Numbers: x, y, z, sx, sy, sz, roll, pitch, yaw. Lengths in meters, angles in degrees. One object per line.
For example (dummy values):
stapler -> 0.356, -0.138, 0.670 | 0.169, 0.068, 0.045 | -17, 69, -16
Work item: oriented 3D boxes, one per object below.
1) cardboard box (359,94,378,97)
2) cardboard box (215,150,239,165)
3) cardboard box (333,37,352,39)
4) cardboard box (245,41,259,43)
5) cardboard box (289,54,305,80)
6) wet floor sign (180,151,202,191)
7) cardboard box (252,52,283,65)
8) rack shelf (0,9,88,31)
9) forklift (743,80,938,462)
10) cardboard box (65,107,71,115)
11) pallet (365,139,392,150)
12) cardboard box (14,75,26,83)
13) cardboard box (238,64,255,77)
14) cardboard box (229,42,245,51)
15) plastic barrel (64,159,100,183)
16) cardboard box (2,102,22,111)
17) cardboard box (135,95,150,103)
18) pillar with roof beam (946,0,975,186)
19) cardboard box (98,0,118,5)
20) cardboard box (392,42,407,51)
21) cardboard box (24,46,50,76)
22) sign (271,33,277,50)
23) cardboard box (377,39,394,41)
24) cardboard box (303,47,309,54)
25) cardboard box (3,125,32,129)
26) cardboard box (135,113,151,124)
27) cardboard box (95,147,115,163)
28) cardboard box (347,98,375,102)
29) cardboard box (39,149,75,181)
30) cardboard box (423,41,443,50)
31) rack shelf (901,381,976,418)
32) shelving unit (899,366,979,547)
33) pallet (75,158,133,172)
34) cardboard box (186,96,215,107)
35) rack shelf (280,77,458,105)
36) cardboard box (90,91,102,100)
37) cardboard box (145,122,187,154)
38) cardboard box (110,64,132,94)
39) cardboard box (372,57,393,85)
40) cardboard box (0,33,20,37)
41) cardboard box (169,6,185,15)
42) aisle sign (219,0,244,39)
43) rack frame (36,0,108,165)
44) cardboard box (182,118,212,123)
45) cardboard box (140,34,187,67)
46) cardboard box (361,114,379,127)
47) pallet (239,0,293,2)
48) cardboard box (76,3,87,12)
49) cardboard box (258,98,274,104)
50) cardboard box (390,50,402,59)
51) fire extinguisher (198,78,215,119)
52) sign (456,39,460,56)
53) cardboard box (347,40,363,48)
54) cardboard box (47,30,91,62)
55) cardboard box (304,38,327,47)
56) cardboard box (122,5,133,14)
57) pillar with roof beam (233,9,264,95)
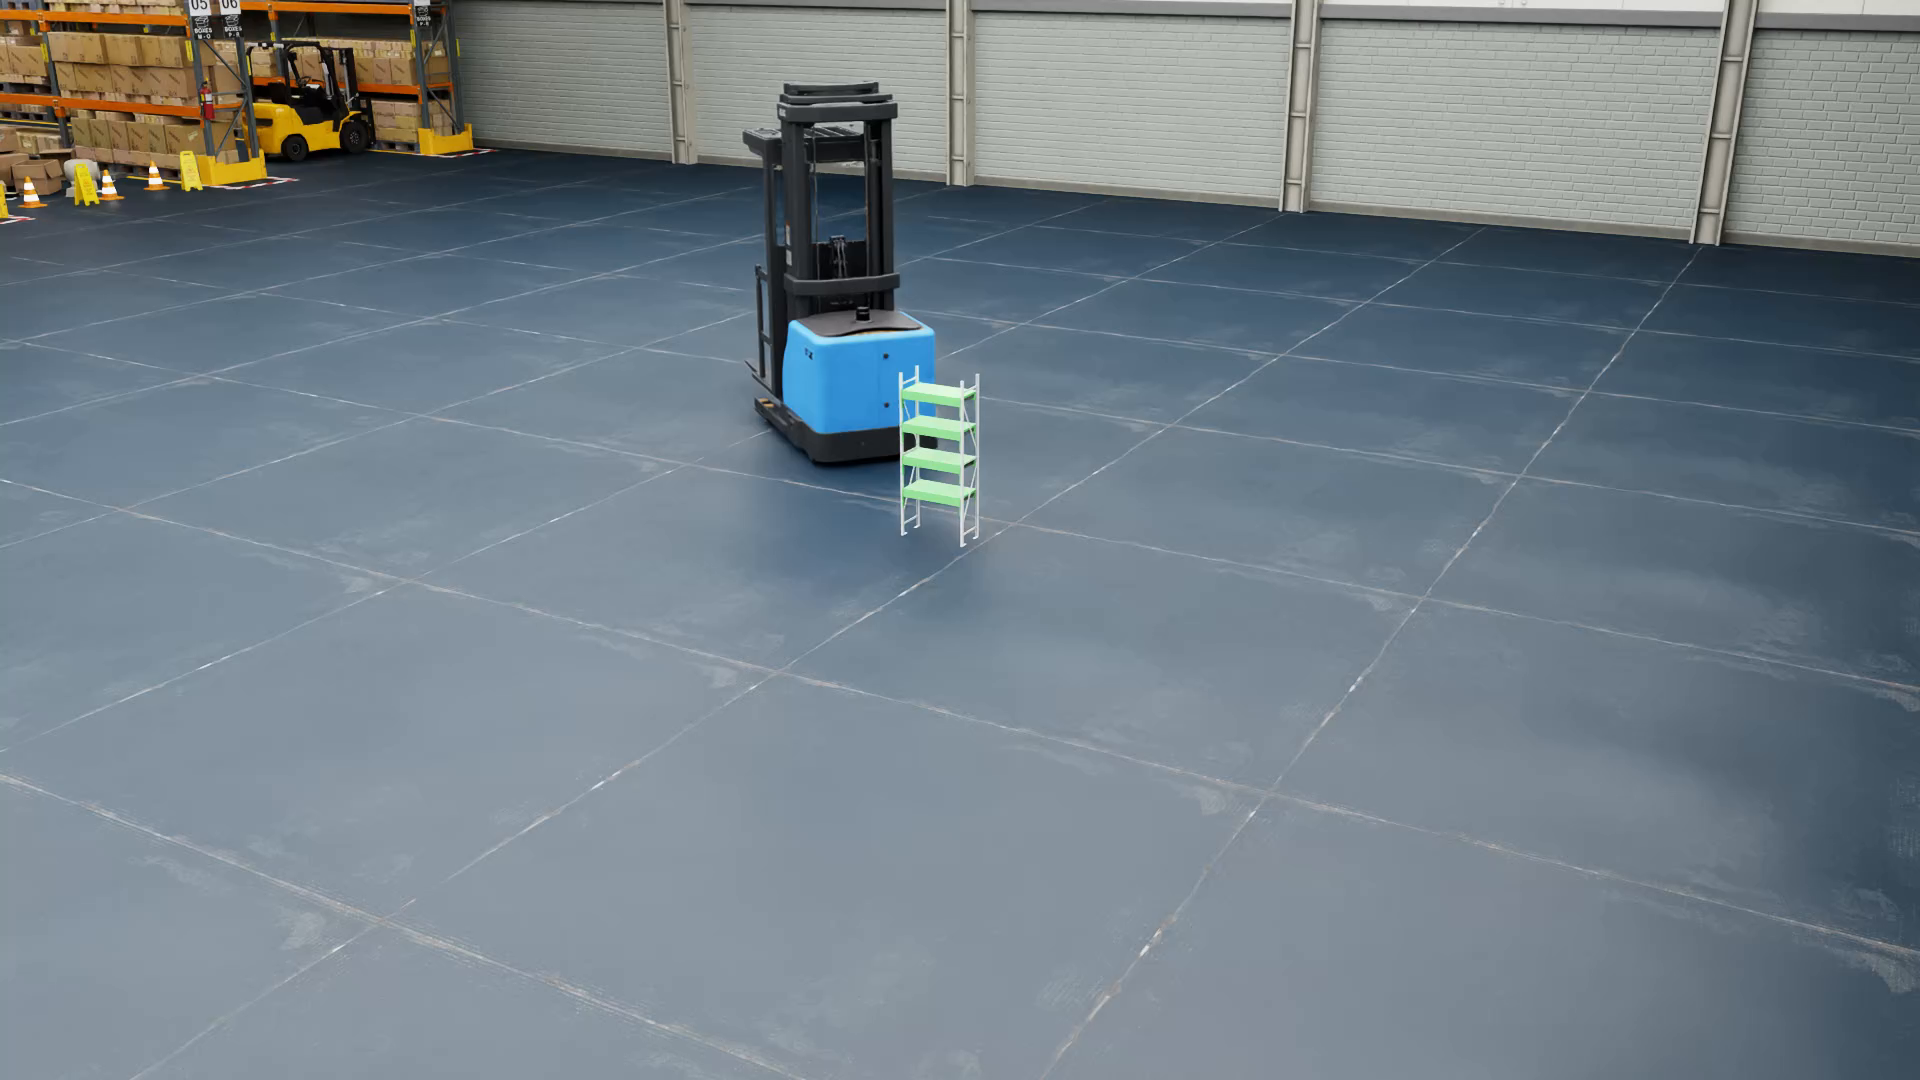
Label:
cardboard box -> -12.380, -9.048, 34.360 | 0.500, 0.250, 0.500 | 11, 23, 28
cardboard box -> -13.283, -6.843, 29.748 | 0.500, 0.250, 0.500 | 11, 22, 27
cardboard box -> -12.677, -10.277, 34.263 | 0.250, 0.149, 0.380 | 10, 22, 26
cardboard box -> -15.078, -10.567, 35.500 | 0.250, 0.149, 0.380 | 11, 22, 27
cardboard box -> -13.528, -9.761, 34.228 | 0.500, 0.500, 0.500 | 10, 22, 26
wet floor sign -> -13.070, -6.265, 28.190 | 0.267, 0.644, 0.232 | -16, 26, -38
cardboard box -> -14.342, -10.035, 34.618 | 0.500, 0.250, 0.500 | 10, 22, 26
rack shelf -> -17.952, -9.792, 31.116 | 4.000, 0.370, 1.077 | 11, 23, 27
forklift -> -1.198, -2.468, 14.370 | 1.130, 2.935, 3.031 | -8, 21, -20
cardboard box -> -20.460, -10.071, 38.279 | 0.500, 0.500, 0.500 | 12, 23, 30
pallet -> -12.045, -8.207, 34.181 | 1.213, 0.211, 1.003 | 11, 23, 27
cardboard box -> -17.254, -8.551, 30.792 | 0.250, 0.149, 0.380 | 10, 22, 26
cardboard box -> -14.797, -9.883, 34.931 | 0.500, 0.250, 0.500 | 11, 22, 27
cardboard box -> -15.109, -10.368, 34.952 | 0.250, 0.149, 0.380 | 10, 22, 26
plastic barrel -> -15.255, -6.403, 28.897 | 0.512, 0.421, 0.421 | -7, 21, -20
cardboard box -> -22.143, -10.427, 39.261 | 0.500, 0.500, 0.700 | 10, 22, 25
cardboard box -> -14.295, -7.794, 29.321 | 0.250, 0.149, 0.380 | 11, 22, 27
pillar with roof beam -> -2.088, -9.127, 23.830 | 0.400, 9.000, 9.100 | 11, 23, 27
cardboard box -> -14.628, -9.458, 28.926 | 0.500, 0.250, 0.500 | 11, 23, 28
cardboard box -> -10.942, -9.720, 32.729 | 0.250, 0.149, 0.380 | 11, 23, 27
cardboard box -> -16.721, -8.780, 30.472 | 0.500, 0.500, 0.500 | 10, 22, 26
sign -> -14.044, -10.209, 34.029 | 0.005, 0.325, 0.100 | 11, 23, 27
cardboard box -> -11.567, -10.060, 33.664 | 0.250, 0.149, 0.380 | 10, 22, 26
cardboard box -> -13.170, -10.008, 33.959 | 0.250, 0.149, 0.380 | 11, 23, 27
cardboard box -> -18.561, -7.797, 32.199 | 0.625, 0.372, 0.950 | 10, 22, 26
cardboard box -> -14.341, -7.468, 29.419 | 0.250, 0.149, 0.380 | 12, 23, 30
cardboard box -> -15.351, -7.028, 30.257 | 0.500, 0.250, 0.500 | 12, 23, 30
cardboard box -> -12.183, -8.809, 33.702 | 0.500, 0.250, 0.500 | 10, 22, 26
cardboard box -> -15.934, -6.630, 29.405 | 0.500, 0.500, 0.500 | -7, 21, -20
cardboard box -> -10.485, -9.811, 32.980 | 0.250, 0.149, 0.380 | 10, 22, 26
rack shelf -> -0.144, -0.983, 11.595 | 0.480, 0.148, 0.258 | 11, 23, 27
shelving unit -> -0.145, -0.592, 11.736 | 0.503, 1.200, 0.258 | 11, 23, 27
pallet -> -15.602, -6.975, 30.784 | 1.213, 0.211, 1.003 | 11, 23, 27
cardboard box -> -13.144, -7.602, 28.792 | 0.250, 0.149, 0.380 | 12, 23, 29
rack shelf -> -12.042, -9.195, 33.869 | 4.000, 0.370, 1.077 | 11, 23, 27
cardboard box -> -15.396, -8.008, 29.911 | 0.250, 0.149, 0.380 | 12, 23, 29
cardboard box -> -13.998, -7.121, 29.413 | 0.500, 0.500, 0.500 | 12, 23, 29
cardboard box -> -14.625, -8.176, 29.422 | 0.500, 0.500, 0.500 | 11, 23, 28
cardboard box -> -11.302, -9.340, 33.068 | 0.500, 0.500, 0.500 | 12, 23, 29
cardboard box -> -18.132, -9.553, 31.653 | 0.250, 0.149, 0.380 | 10, 22, 25
cardboard box -> -13.162, -8.990, 28.219 | 0.250, 0.149, 0.380 | 11, 23, 28
aisle sign -> -12.508, -9.026, 28.536 | 0.004, 0.787, 0.394 | 11, 23, 27
rack frame -> -16.206, -8.387, 30.587 | 0.127, 3.000, 1.000 | 11, 23, 27
cardboard box -> -13.763, -7.285, 29.866 | 0.500, 0.500, 0.500 | 10, 22, 25
cardboard box -> -13.704, -8.485, 28.809 | 0.500, 0.500, 0.700 | 11, 23, 28
cardboard box -> -11.767, -8.494, 33.566 | 0.500, 0.250, 0.500 | 10, 22, 26
pallet -> -14.565, -11.328, 34.578 | 1.217, 0.209, 0.805 | 10, 22, 25
cardboard box -> -15.382, -9.432, 29.438 | 0.250, 0.149, 0.380 | 12, 23, 29
cardboard box -> -14.249, -9.030, 35.226 | 0.625, 0.625, 0.875 | 12, 23, 30
cardboard box -> -10.973, -9.560, 32.723 | 0.250, 0.149, 0.380 | 11, 23, 28
fire extinguisher -> -12.838, -7.529, 28.336 | 0.183, 0.674, 0.296 | 11, 23, 27
sign -> -10.020, -9.809, 33.121 | 0.005, 0.325, 0.100 | 11, 23, 27
cardboard box -> -12.054, -9.942, 33.340 | 0.250, 0.149, 0.380 | 11, 23, 28
cardboard box -> -15.927, -8.906, 29.970 | 0.500, 0.500, 0.700 | 11, 22, 27
cardboard box -> -13.155, -10.159, 33.940 | 0.250, 0.149, 0.380 | 10, 22, 26
cardboard box -> -14.266, -9.211, 28.829 | 0.250, 0.149, 0.380 | 10, 22, 26
pillar with roof beam -> -17.802, -12.121, 32.083 | 0.400, 9.000, 9.100 | 11, 23, 27
